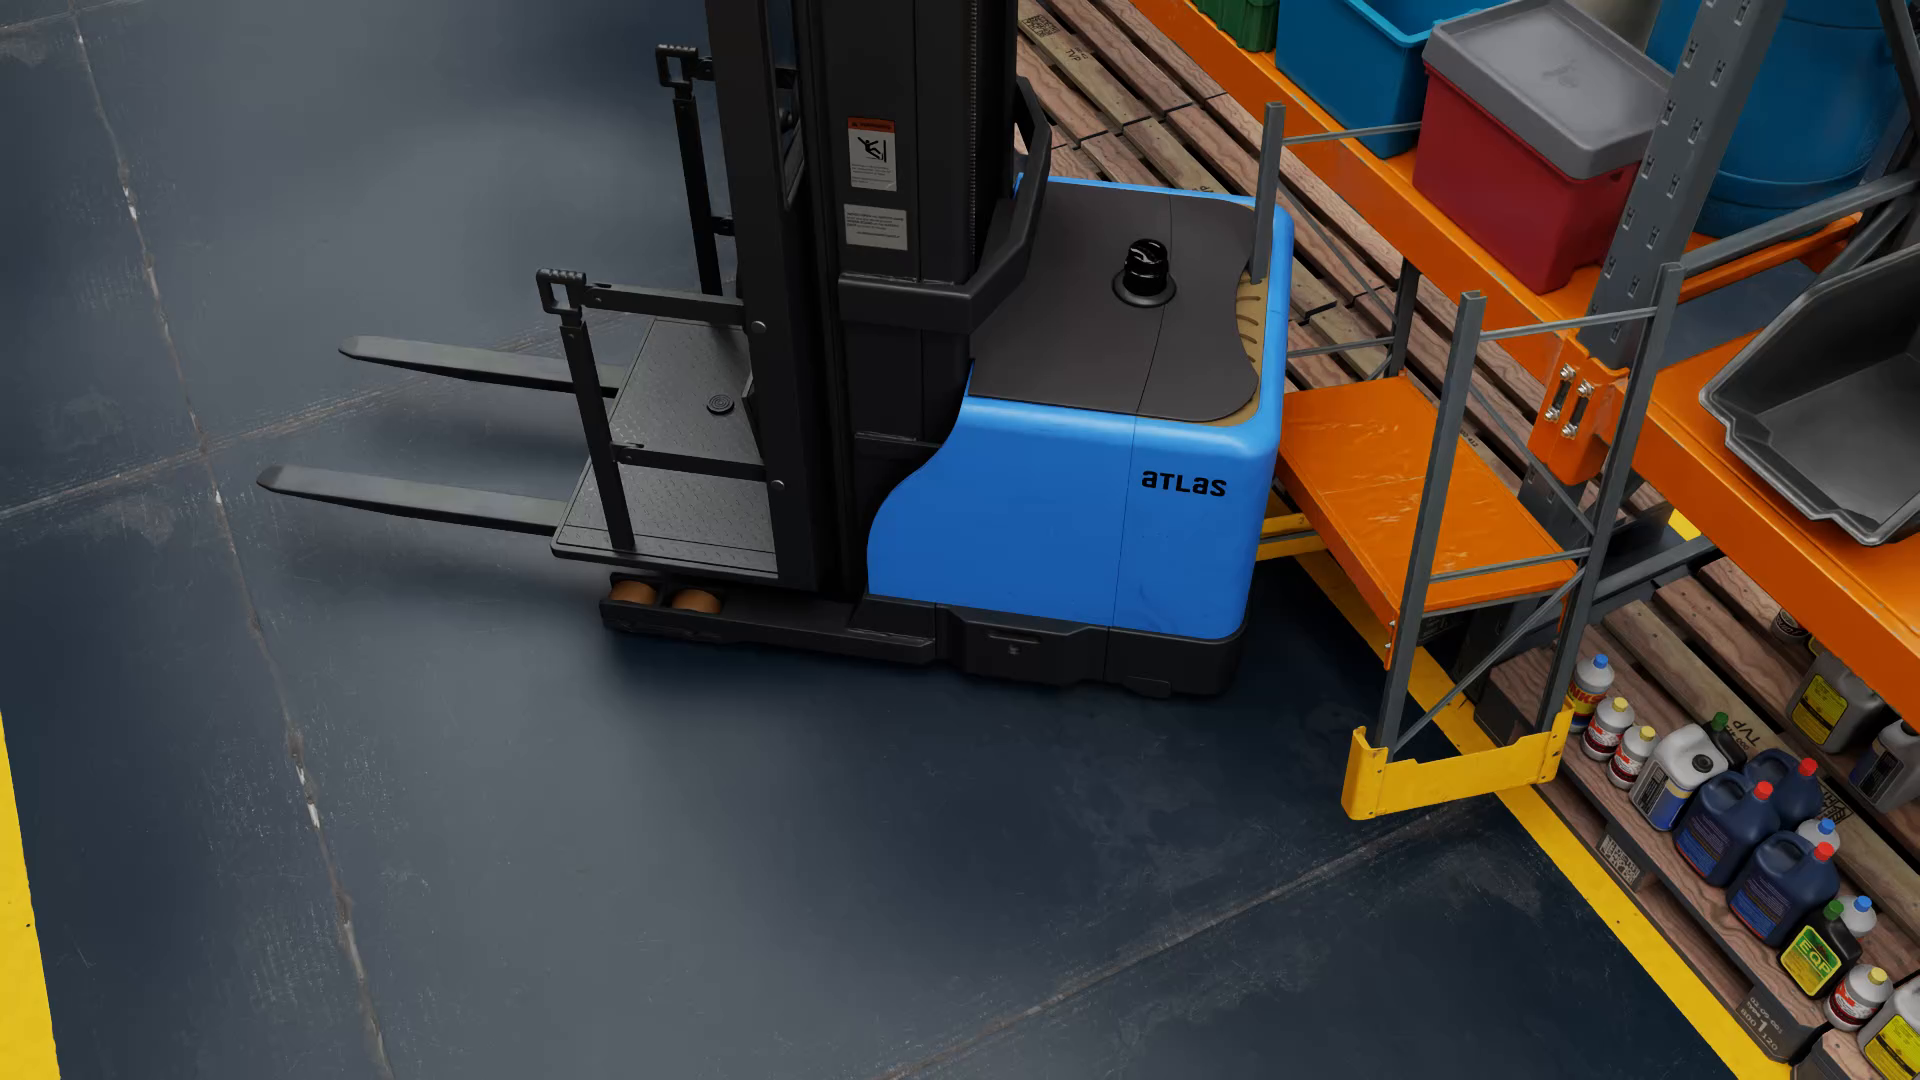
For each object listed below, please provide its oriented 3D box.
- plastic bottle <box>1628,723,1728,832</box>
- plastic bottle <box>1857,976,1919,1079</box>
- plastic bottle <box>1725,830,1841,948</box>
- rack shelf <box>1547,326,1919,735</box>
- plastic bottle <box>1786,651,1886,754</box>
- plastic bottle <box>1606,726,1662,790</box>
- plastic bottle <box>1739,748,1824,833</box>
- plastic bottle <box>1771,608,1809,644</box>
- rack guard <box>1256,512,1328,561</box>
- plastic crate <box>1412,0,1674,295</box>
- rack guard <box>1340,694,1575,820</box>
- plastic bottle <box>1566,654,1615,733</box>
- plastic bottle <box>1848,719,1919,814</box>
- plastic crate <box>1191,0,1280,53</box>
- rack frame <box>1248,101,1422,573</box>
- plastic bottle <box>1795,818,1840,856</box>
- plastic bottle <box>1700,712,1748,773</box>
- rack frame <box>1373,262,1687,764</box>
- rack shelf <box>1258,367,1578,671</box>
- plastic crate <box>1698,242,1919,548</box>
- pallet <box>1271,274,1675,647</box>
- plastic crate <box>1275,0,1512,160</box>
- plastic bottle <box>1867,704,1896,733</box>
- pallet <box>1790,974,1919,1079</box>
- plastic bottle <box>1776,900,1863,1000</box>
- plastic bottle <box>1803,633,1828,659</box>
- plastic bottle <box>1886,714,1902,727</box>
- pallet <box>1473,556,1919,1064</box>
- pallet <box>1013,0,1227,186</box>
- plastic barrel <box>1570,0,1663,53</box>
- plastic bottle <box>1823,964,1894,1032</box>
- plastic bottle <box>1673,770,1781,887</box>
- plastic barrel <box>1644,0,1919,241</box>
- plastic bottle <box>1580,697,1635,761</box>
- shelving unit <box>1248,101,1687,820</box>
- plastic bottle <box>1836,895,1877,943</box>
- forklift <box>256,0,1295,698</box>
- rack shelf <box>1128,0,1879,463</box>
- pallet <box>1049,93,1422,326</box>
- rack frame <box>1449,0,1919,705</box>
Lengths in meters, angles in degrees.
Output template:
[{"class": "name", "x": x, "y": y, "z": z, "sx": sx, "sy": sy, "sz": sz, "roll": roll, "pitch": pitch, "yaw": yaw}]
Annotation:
[{"class": "plastic bottle", "x": 1.843, "y": 0.603, "z": 4.247, "sx": 0.152, "sy": 0.276, "sz": 0.135, "roll": -19, "pitch": 52, "yaw": -16}, {"class": "plastic bottle", "x": 2.196, "y": 1.101, "z": 3.762, "sx": 0.144, "sy": 0.351, "sz": 0.185, "roll": -22, "pitch": 52, "yaw": -18}, {"class": "plastic bottle", "x": 2.002, "y": 0.817, "z": 4.010, "sx": 0.144, "sy": 0.351, "sz": 0.185, "roll": -23, "pitch": 53, "yaw": -19}, {"class": "rack shelf", "x": 2.830, "y": 0.855, "z": 2.987, "sx": 1.077, "sy": 0.370, "sz": 4.000, "roll": -21, "pitch": 52, "yaw": -18}, {"class": "plastic bottle", "x": 2.338, "y": 0.389, "z": 4.385, "sx": 0.144, "sy": 0.351, "sz": 0.185, "roll": -21, "pitch": 52, "yaw": -18}, {"class": "plastic bottle", "x": 1.764, "y": 0.557, "z": 4.337, "sx": 0.097, "sy": 0.201, "sz": 0.097, "roll": 0, "pitch": 49, "yaw": 0}, {"class": "plastic bottle", "x": 2.044, "y": 0.641, "z": 4.164, "sx": 0.144, "sy": 0.351, "sz": 0.185, "roll": -21, "pitch": 52, "yaw": -18}, {"class": "plastic bottle", "x": 2.358, "y": 0.192, "z": 4.656, "sx": 0.097, "sy": 0.201, "sz": 0.097, "roll": 0, "pitch": 49, "yaw": 0}, {"class": "rack guard", "x": 1.026, "y": -0.031, "z": 5.034, "sx": 0.587, "sy": 0.250, "sz": 0.087, "roll": -9, "pitch": 38, "yaw": -11}, {"class": "plastic crate", "x": 1.422, "y": -0.960, "z": 4.054, "sx": 0.402, "sy": 0.464, "sz": 0.583, "roll": -21, "pitch": 52, "yaw": -18}, {"class": "rack guard", "x": 1.274, "y": 0.550, "z": 4.264, "sx": 0.587, "sy": 0.250, "sz": 0.087, "roll": -9, "pitch": 38, "yaw": -11}, {"class": "plastic bottle", "x": 1.671, "y": 0.398, "z": 4.430, "sx": 0.097, "sy": 0.271, "sz": 0.097, "roll": 0, "pitch": 49, "yaw": 0}, {"class": "plastic bottle", "x": 2.434, "y": 0.560, "z": 4.285, "sx": 0.152, "sy": 0.276, "sz": 0.135, "roll": -21, "pitch": 52, "yaw": -18}, {"class": "plastic crate", "x": 0.867, "y": -1.719, "z": 4.901, "sx": 0.450, "sy": 0.188, "sz": 0.662, "roll": -21, "pitch": 52, "yaw": -18}, {"class": "rack frame", "x": 1.020, "y": -0.529, "z": 4.658, "sx": 0.500, "sy": 1.500, "sz": 0.032, "roll": -9, "pitch": 38, "yaw": -11}, {"class": "plastic bottle", "x": 2.089, "y": 0.772, "z": 4.102, "sx": 0.097, "sy": 0.271, "sz": 0.097, "roll": 0, "pitch": 49, "yaw": 0}, {"class": "plastic bottle", "x": 1.938, "y": 0.564, "z": 4.277, "sx": 0.061, "sy": 0.283, "sz": 0.133, "roll": -21, "pitch": 52, "yaw": -18}, {"class": "rack frame", "x": 1.273, "y": 0.064, "z": 3.871, "sx": 0.500, "sy": 1.500, "sz": 0.032, "roll": -9, "pitch": 38, "yaw": -11}, {"class": "rack shelf", "x": 1.148, "y": -0.090, "z": 4.373, "sx": 0.538, "sy": 0.185, "sz": 1.000, "roll": -9, "pitch": 38, "yaw": -11}, {"class": "plastic crate", "x": 2.042, "y": -0.305, "z": 3.566, "sx": 0.767, "sy": 0.338, "sz": 0.504, "roll": -21, "pitch": 52, "yaw": -18}, {"class": "pallet", "x": 1.521, "y": -0.314, "z": 5.385, "sx": 1.003, "sy": 0.211, "sz": 1.213, "roll": -21, "pitch": 52, "yaw": -18}, {"class": "plastic crate", "x": 1.134, "y": -1.346, "z": 4.445, "sx": 0.392, "sy": 0.384, "sz": 0.575, "roll": -21, "pitch": 52, "yaw": -18}, {"class": "plastic bottle", "x": 2.466, "y": 0.339, "z": 4.428, "sx": 0.144, "sy": 0.351, "sz": 0.185, "roll": -22, "pitch": 53, "yaw": -18}, {"class": "pallet", "x": 2.748, "y": 1.479, "z": 3.816, "sx": 1.003, "sy": 0.211, "sz": 1.213, "roll": -21, "pitch": 52, "yaw": -18}, {"class": "plastic bottle", "x": 2.040, "y": 0.964, "z": 3.927, "sx": 0.061, "sy": 0.283, "sz": 0.133, "roll": -19, "pitch": 52, "yaw": -16}, {"class": "plastic bottle", "x": 2.429, "y": 0.238, "z": 4.562, "sx": 0.061, "sy": 0.283, "sz": 0.133, "roll": -19, "pitch": 51, "yaw": -16}, {"class": "plastic bottle", "x": 2.554, "y": 0.467, "z": 4.316, "sx": 0.144, "sy": 0.351, "sz": 0.185, "roll": -24, "pitch": 53, "yaw": -19}, {"class": "pallet", "x": 2.185, "y": 0.662, "z": 4.531, "sx": 1.003, "sy": 0.211, "sz": 1.213, "roll": -21, "pitch": 52, "yaw": -18}, {"class": "pallet", "x": 0.405, "y": -1.947, "z": 6.813, "sx": 1.003, "sy": 0.211, "sz": 1.213, "roll": -21, "pitch": 52, "yaw": -18}, {"class": "plastic barrel", "x": 1.672, "y": -1.481, "z": 4.462, "sx": 0.433, "sy": 0.535, "sz": 0.433, "roll": 0, "pitch": 49, "yaw": 0}, {"class": "plastic bottle", "x": 2.111, "y": 1.063, "z": 3.894, "sx": 0.097, "sy": 0.201, "sz": 0.097, "roll": 0, "pitch": 49, "yaw": 0}, {"class": "plastic bottle", "x": 1.916, "y": 0.690, "z": 4.121, "sx": 0.144, "sy": 0.351, "sz": 0.185, "roll": -20, "pitch": 52, "yaw": -17}, {"class": "plastic barrel", "x": 2.008, "y": -1.248, "z": 4.016, "sx": 0.600, "sy": 0.901, "sz": 0.708, "roll": -21, "pitch": 52, "yaw": -18}, {"class": "plastic bottle", "x": 1.718, "y": 0.489, "z": 4.397, "sx": 0.097, "sy": 0.201, "sz": 0.097, "roll": 0, "pitch": 49, "yaw": 0}, {"class": "shelving unit", "x": 1.144, "y": -0.238, "z": 4.272, "sx": 0.587, "sy": 1.500, "sz": 1.083, "roll": -9, "pitch": 38, "yaw": -11}, {"class": "plastic bottle", "x": 2.103, "y": 0.928, "z": 3.965, "sx": 0.097, "sy": 0.271, "sz": 0.097, "roll": 0, "pitch": 49, "yaw": 0}, {"class": "forklift", "x": -0.616, "y": -1.046, "z": 4.218, "sx": 3.031, "sy": 2.935, "sz": 1.130, "roll": 7, "pitch": 49, "yaw": 6}, {"class": "rack shelf", "x": 1.000, "y": -1.822, "z": 5.328, "sx": 1.077, "sy": 0.370, "sz": 4.000, "roll": -21, "pitch": 52, "yaw": -18}, {"class": "pallet", "x": 0.959, "y": -1.132, "z": 6.100, "sx": 1.003, "sy": 0.211, "sz": 1.213, "roll": -21, "pitch": 52, "yaw": -18}, {"class": "rack frame", "x": 1.915, "y": -0.720, "z": 3.887, "sx": 1.000, "sy": 3.000, "sz": 0.127, "roll": -21, "pitch": 52, "yaw": -18}]
